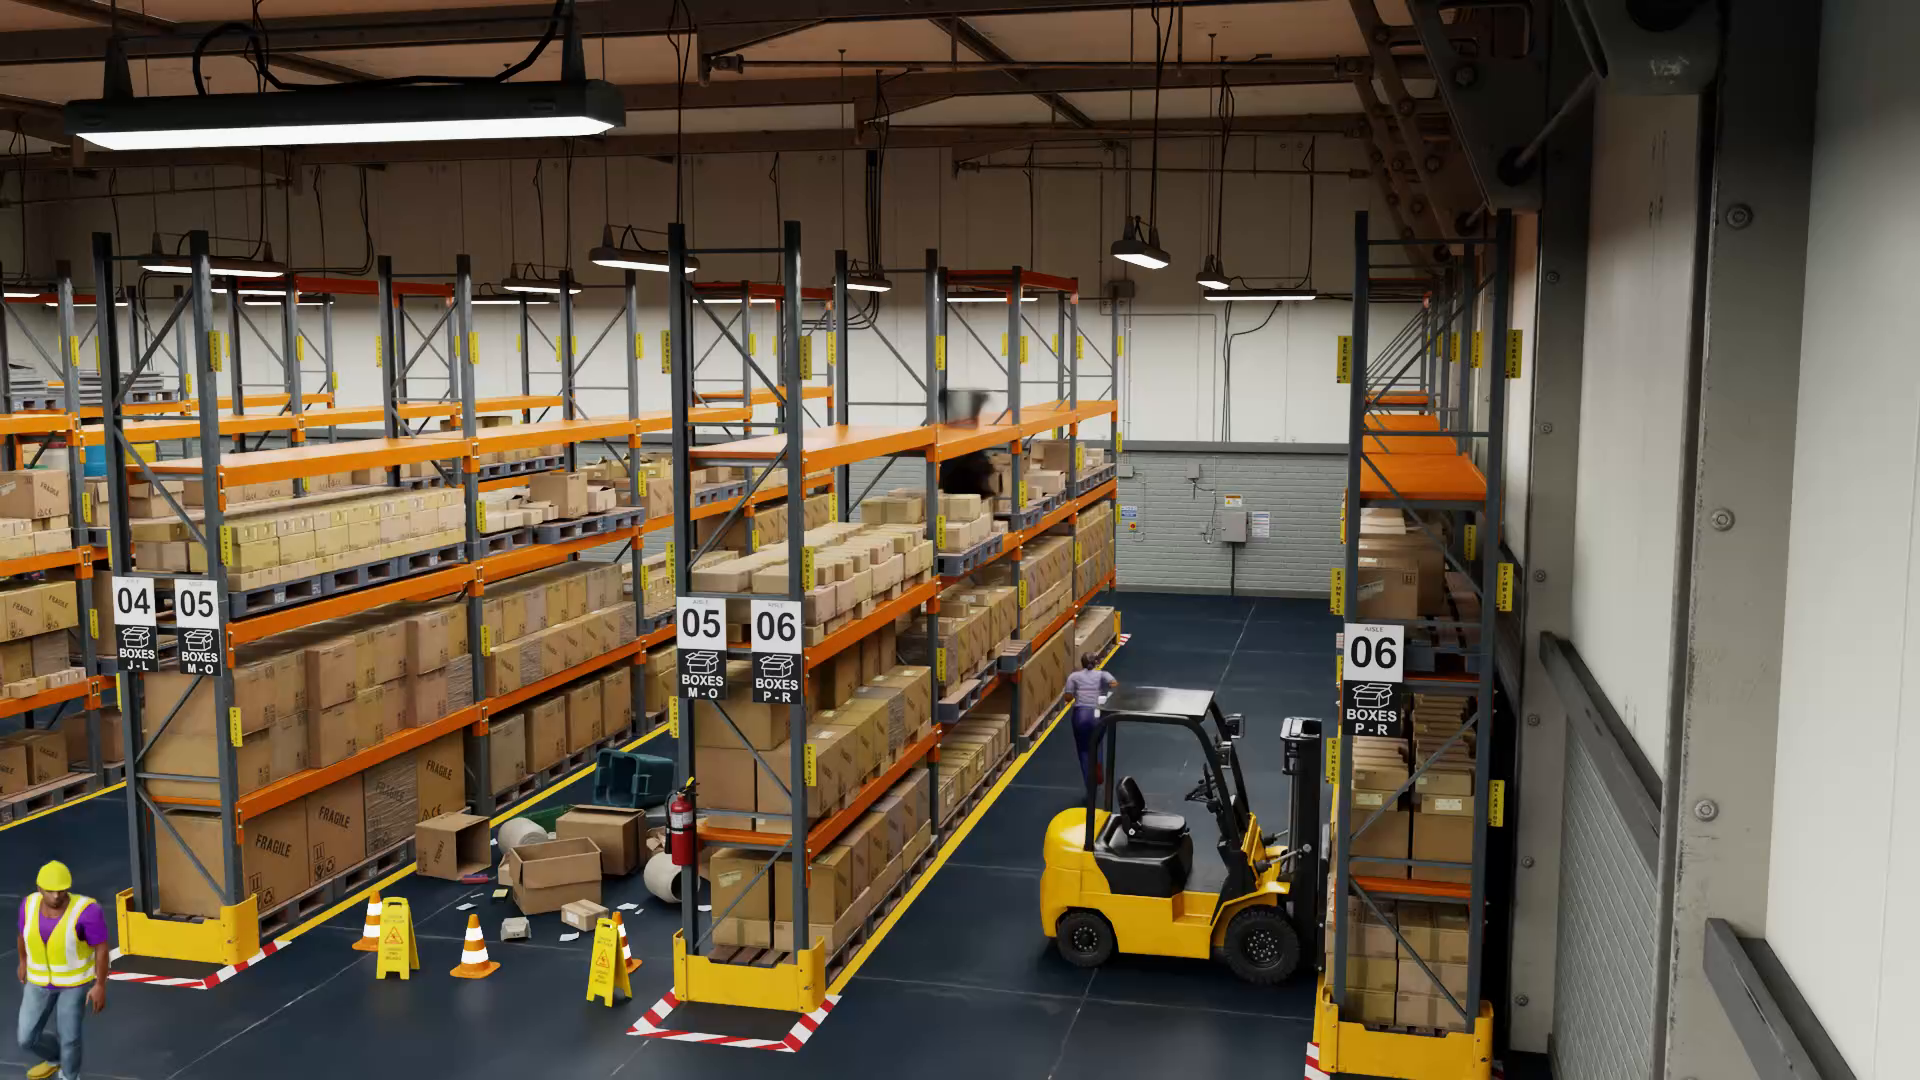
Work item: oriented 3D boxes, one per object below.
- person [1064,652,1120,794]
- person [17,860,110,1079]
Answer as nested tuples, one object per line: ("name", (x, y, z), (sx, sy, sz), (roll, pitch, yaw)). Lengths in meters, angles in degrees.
("person", (1.494, 2.072, 18.959), (0.602, 1.572, 0.791), (0, 7, -3))
("person", (-6.062, 2.957, 11.197), (0.715, 1.724, 0.609), (0, 7, -3))
